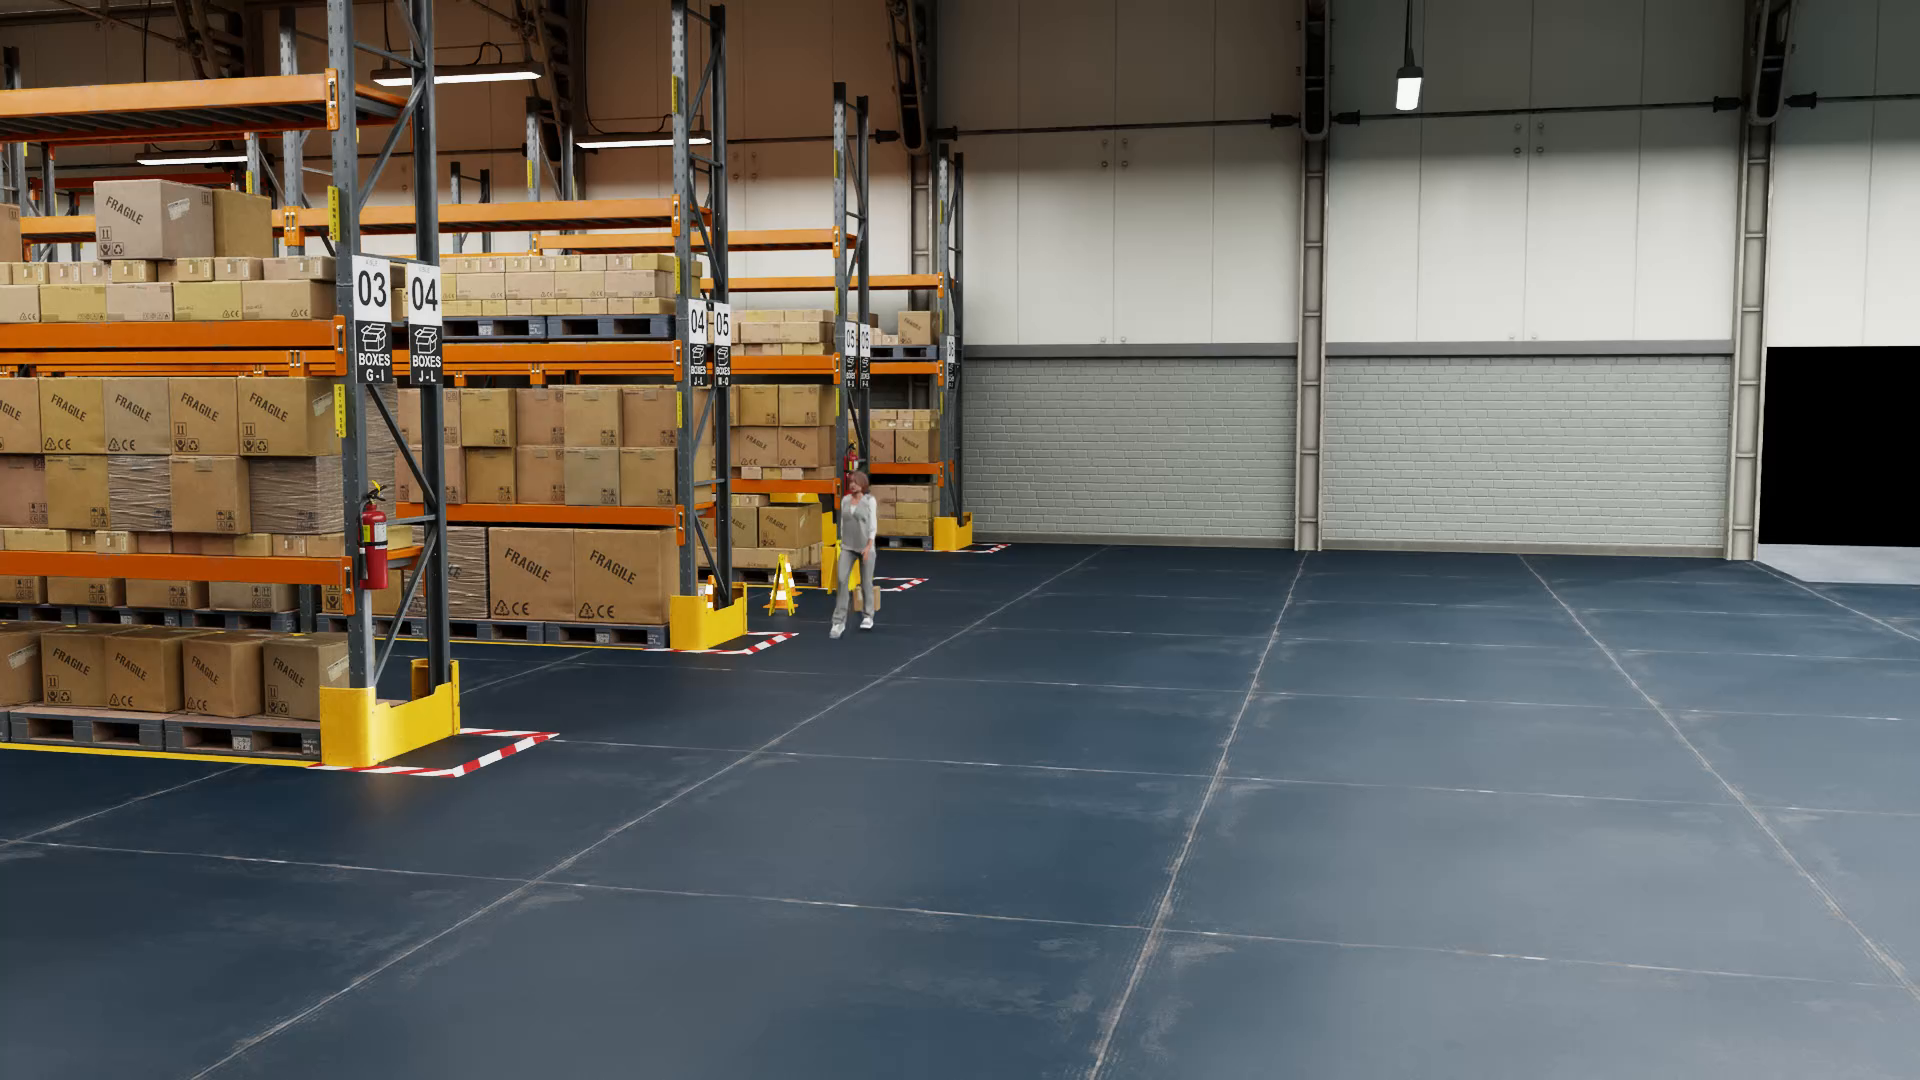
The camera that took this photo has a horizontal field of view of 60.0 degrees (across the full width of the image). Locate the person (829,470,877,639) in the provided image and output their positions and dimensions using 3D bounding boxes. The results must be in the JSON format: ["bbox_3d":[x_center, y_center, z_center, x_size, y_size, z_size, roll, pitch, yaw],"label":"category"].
[{"bbox_3d":[-1.010,0.123,16.181,0.422,1.599,0.774,1,5,16],"label":"person"}]
